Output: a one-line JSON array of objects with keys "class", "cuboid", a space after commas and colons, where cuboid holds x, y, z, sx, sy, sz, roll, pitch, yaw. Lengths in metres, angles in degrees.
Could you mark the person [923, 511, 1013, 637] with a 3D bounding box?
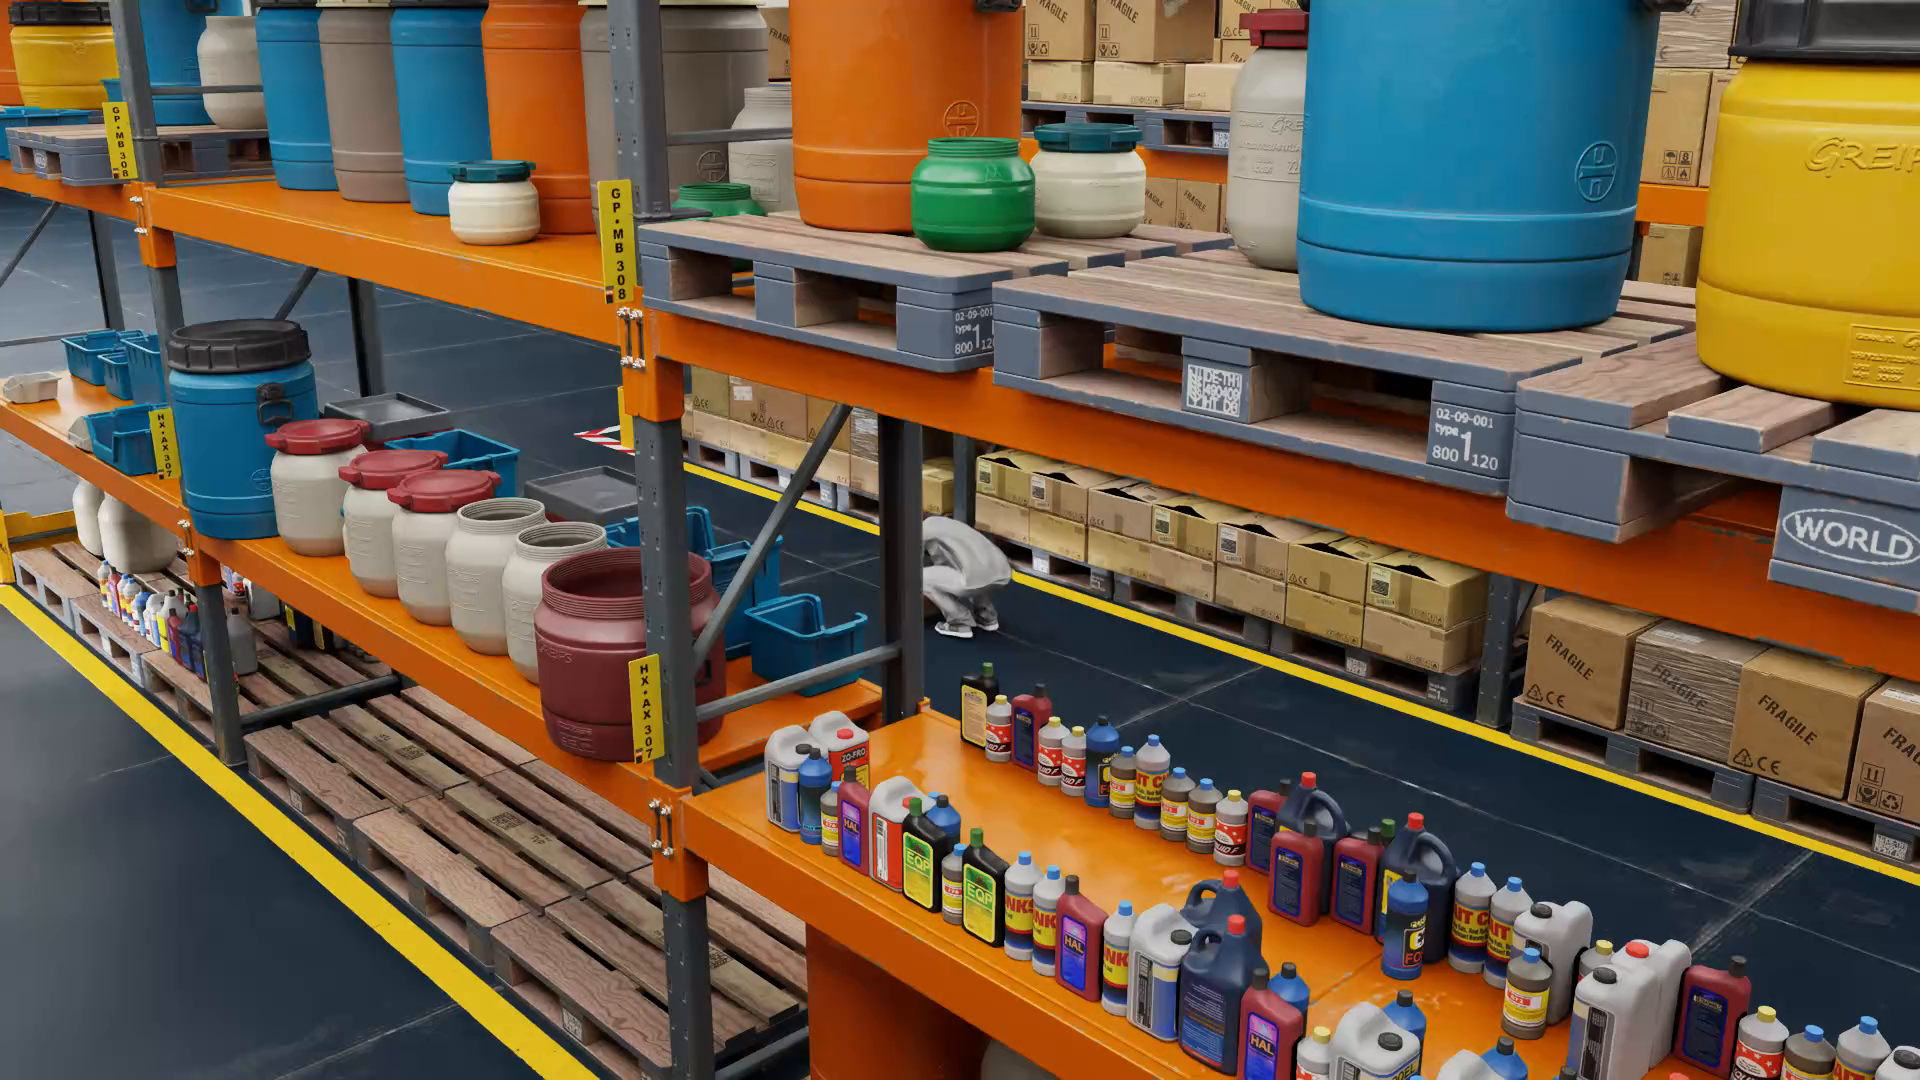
[{"class": "person", "cuboid": [-0.056, 0.218, 9.989, 0.433, 0.762, 0.835, -16, 23, -41]}]
